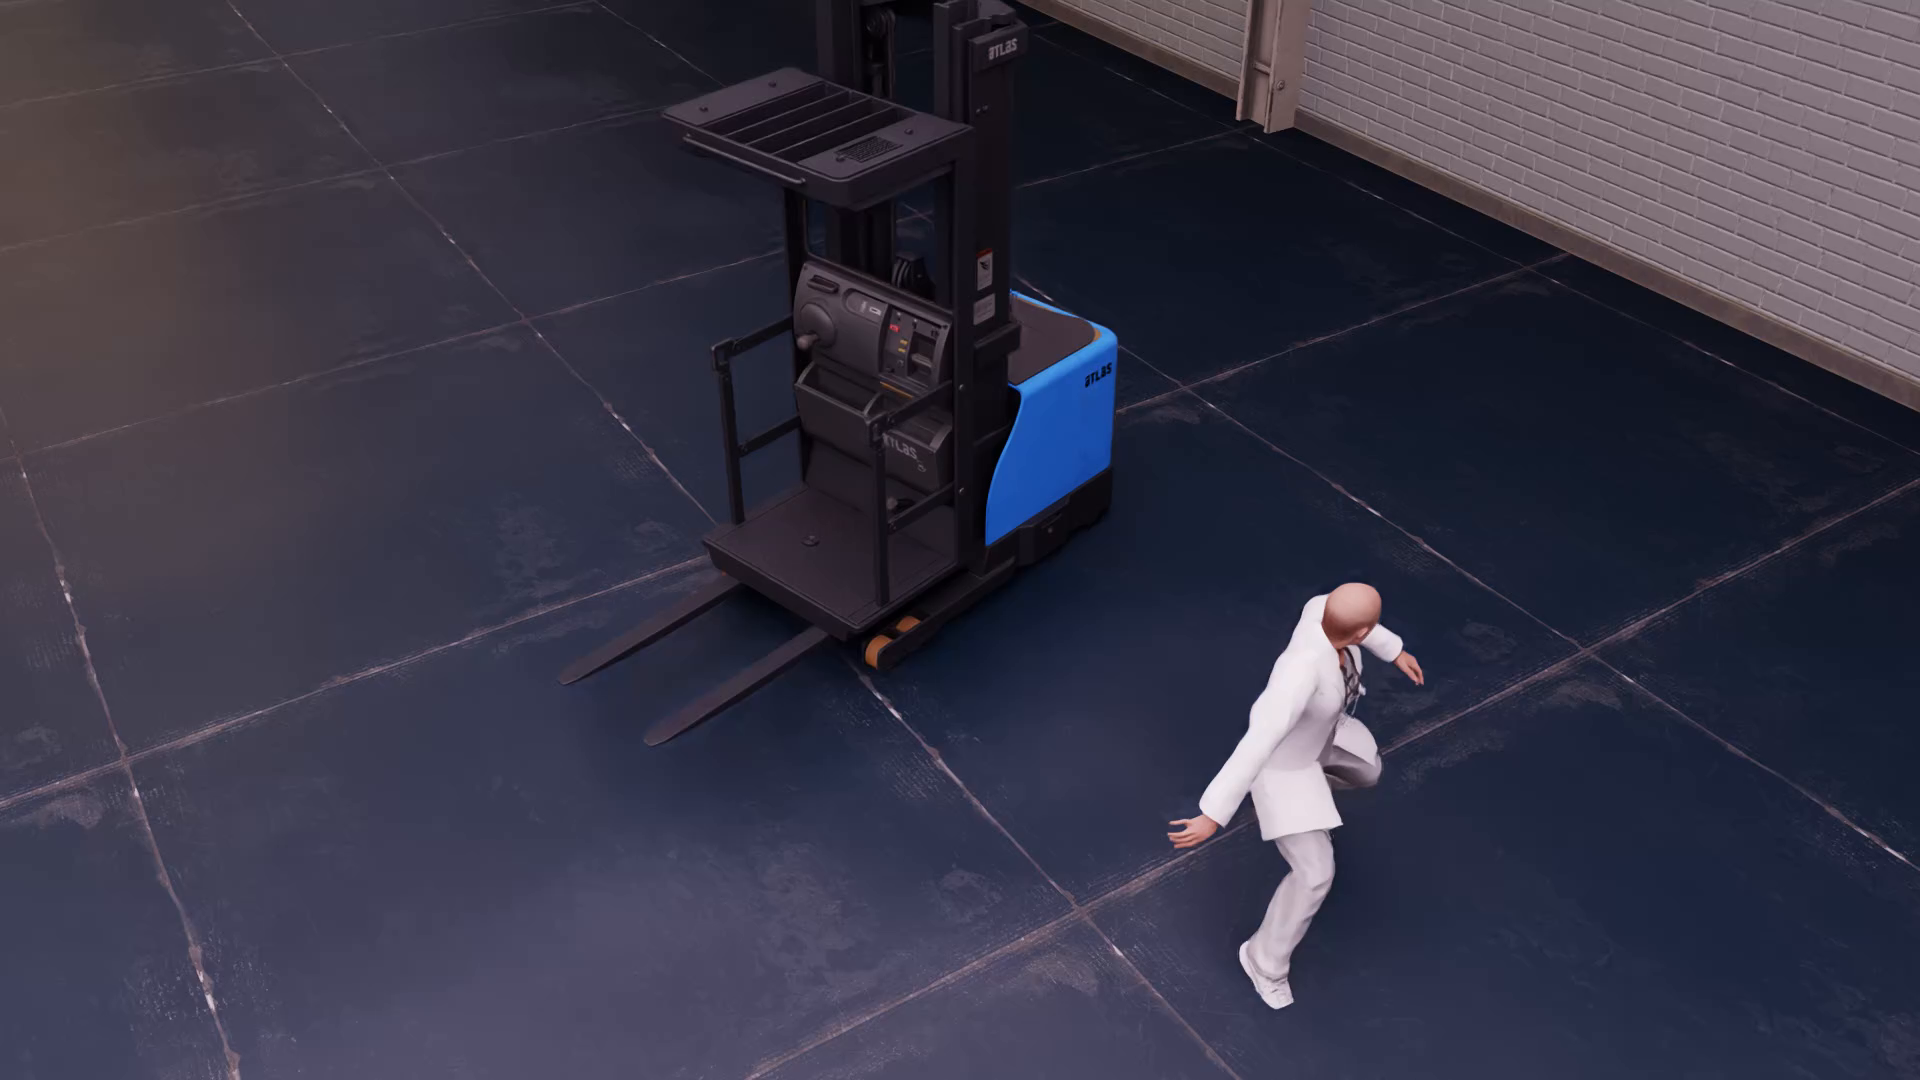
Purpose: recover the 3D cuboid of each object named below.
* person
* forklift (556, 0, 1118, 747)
[{"bbox_3d":[1.244,0.852,6.164,0.605,1.703,1.218,21,40,27],"label":"person"},{"bbox_3d":[-0.548,-0.915,7.451,1.130,2.935,3.031,27,43,33],"label":"forklift"}]
